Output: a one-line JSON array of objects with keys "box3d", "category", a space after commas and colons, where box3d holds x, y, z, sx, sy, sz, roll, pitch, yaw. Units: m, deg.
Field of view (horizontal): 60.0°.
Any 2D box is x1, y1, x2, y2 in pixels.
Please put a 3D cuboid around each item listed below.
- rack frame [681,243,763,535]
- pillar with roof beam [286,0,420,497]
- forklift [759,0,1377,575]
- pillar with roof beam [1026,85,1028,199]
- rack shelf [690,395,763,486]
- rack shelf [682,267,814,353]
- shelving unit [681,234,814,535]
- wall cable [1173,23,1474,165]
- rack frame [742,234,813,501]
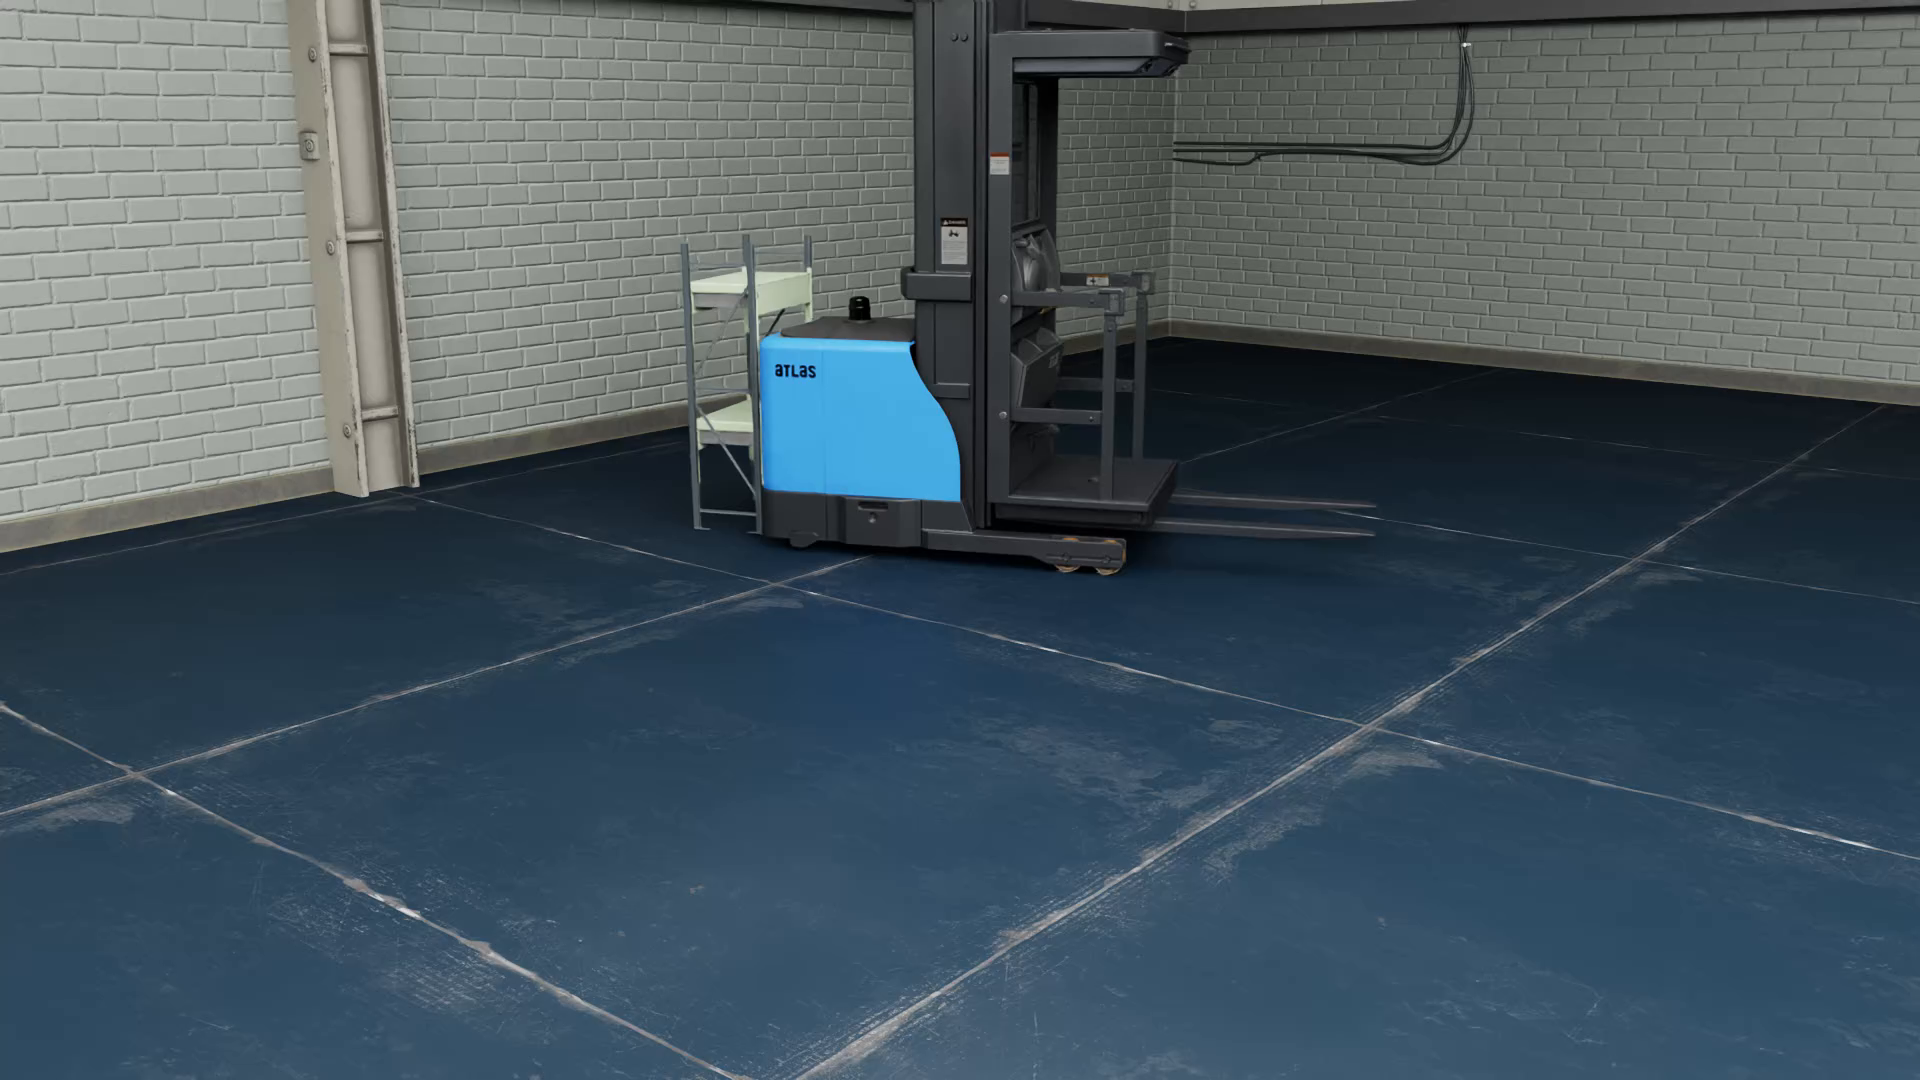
[{"box3d": [-1.226, -0.772, 8.609, 0.400, 1.500, 0.023, 4, 15, 17], "category": "rack frame"}, {"box3d": [-0.101, -4.002, 6.099, 9.100, 9.000, 0.400, 11, 18, 38], "category": "pillar with roof beam"}, {"box3d": [0.566, -1.399, 8.178, 3.031, 2.935, 1.130, 4, 15, 14], "category": "forklift"}, {"box3d": [3.670, -5.151, 10.622, 9.100, 9.000, 0.400, 11, 18, 38], "category": "pillar with roof beam"}, {"box3d": [-1.111, -0.541, 9.026, 0.431, 0.370, 0.720, 4, 15, 17], "category": "rack shelf"}, {"box3d": [-1.115, -1.236, 8.851, 0.431, 0.370, 0.720, 4, 15, 17], "category": "rack shelf"}, {"box3d": [-1.113, -0.858, 8.946, 0.431, 1.500, 0.755, 4, 15, 17], "category": "shelving unit"}, {"box3d": [3.202, -4.672, 15.042, 3.097, 2.526, 0.112, 11, 18, 38], "category": "wall cable"}, {"box3d": [-1.000, -0.943, 9.284, 0.400, 1.500, 0.023, 4, 15, 17], "category": "rack frame"}]
